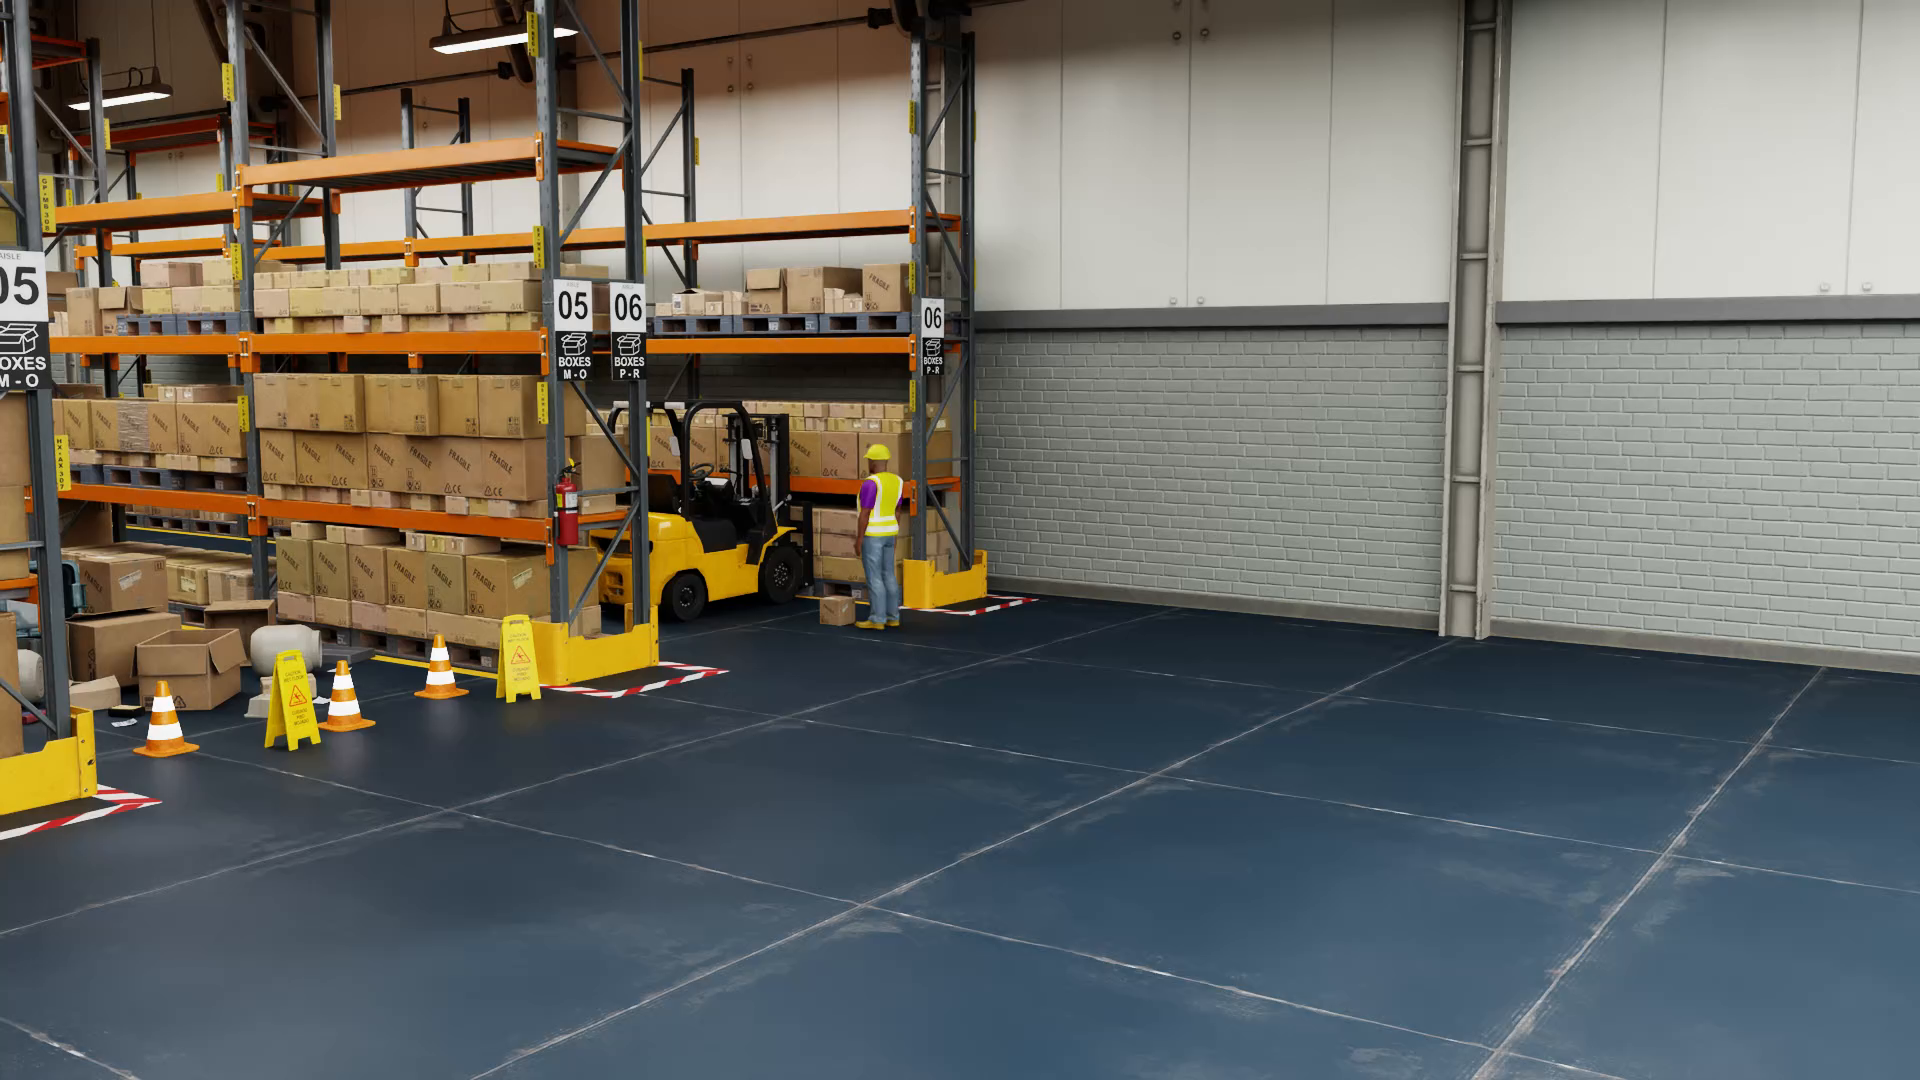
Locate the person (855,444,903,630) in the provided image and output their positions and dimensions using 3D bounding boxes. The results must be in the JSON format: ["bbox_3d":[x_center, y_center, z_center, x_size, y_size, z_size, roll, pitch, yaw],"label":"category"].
[{"bbox_3d":[-0.781,-0.034,15.950,0.352,1.765,0.455,4,8,35],"label":"person"}]
